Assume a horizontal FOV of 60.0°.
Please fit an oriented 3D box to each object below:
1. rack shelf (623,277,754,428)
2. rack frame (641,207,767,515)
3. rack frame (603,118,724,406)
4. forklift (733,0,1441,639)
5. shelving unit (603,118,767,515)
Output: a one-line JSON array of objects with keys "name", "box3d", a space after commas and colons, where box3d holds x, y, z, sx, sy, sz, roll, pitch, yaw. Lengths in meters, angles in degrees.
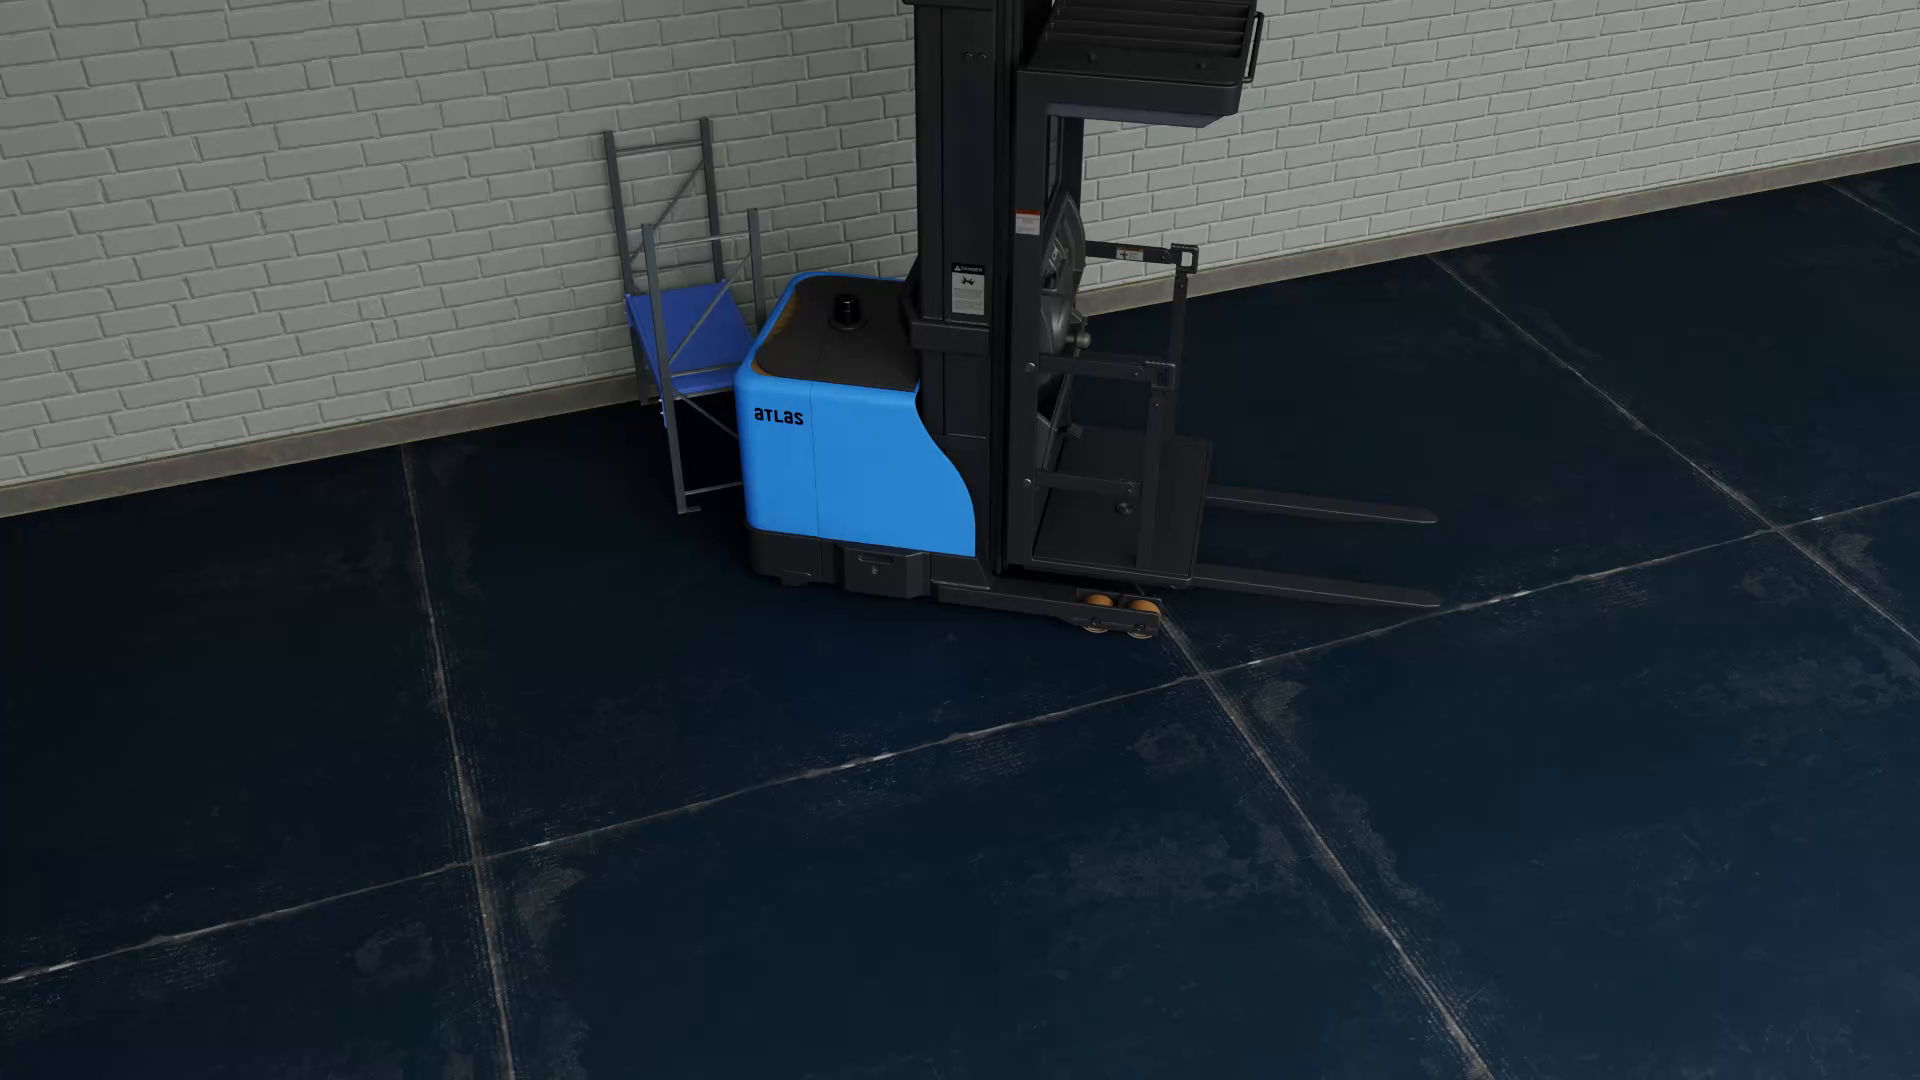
[{"name": "rack shelf", "box3d": [-1.271, -0.923, 8.028, 0.538, 0.185, 1.000, -11, 38, -15]}, {"name": "rack frame", "box3d": [-1.108, -0.777, 7.535, 0.500, 1.500, 0.032, -11, 38, -15]}, {"name": "rack frame", "box3d": [-1.433, -1.356, 8.304, 0.500, 1.500, 0.032, -11, 38, -15]}, {"name": "forklift", "box3d": [0.610, -1.095, 6.768, 3.031, 2.935, 1.130, 7, 38, 9]}, {"name": "shelving unit", "box3d": [-1.271, -1.066, 7.919, 0.538, 1.500, 1.048, -11, 38, -15]}]
